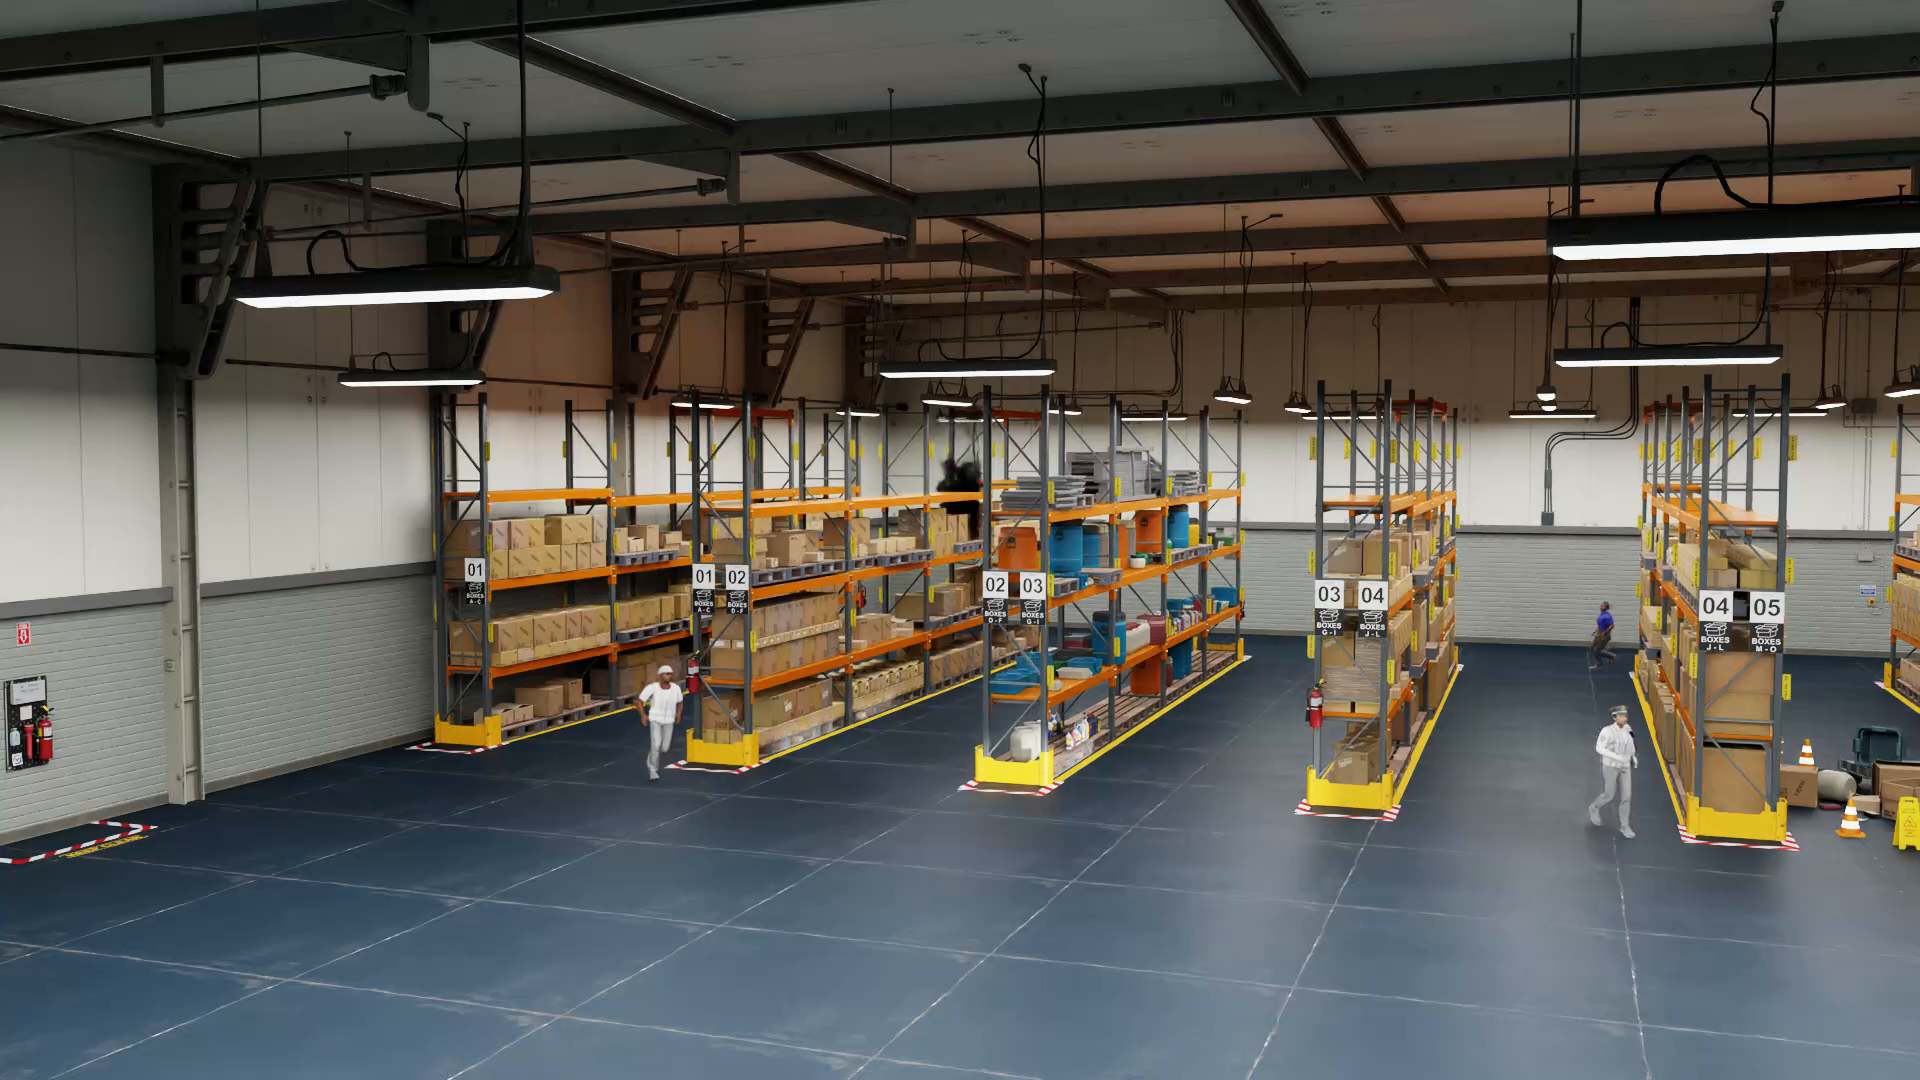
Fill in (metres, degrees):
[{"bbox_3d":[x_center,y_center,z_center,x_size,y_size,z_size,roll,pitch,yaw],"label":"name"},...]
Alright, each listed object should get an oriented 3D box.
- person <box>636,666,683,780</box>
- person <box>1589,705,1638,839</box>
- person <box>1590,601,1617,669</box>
[{"bbox_3d":[-4.608,2.784,25.625,0.742,1.708,0.695,-2,3,-29],"label":"person"},{"bbox_3d":[8.616,2.997,21.843,0.638,1.711,0.814,-1,3,-14],"label":"person"},{"bbox_3d":[14.748,2.193,38.036,0.509,1.597,0.619,0,3,2],"label":"person"}]
